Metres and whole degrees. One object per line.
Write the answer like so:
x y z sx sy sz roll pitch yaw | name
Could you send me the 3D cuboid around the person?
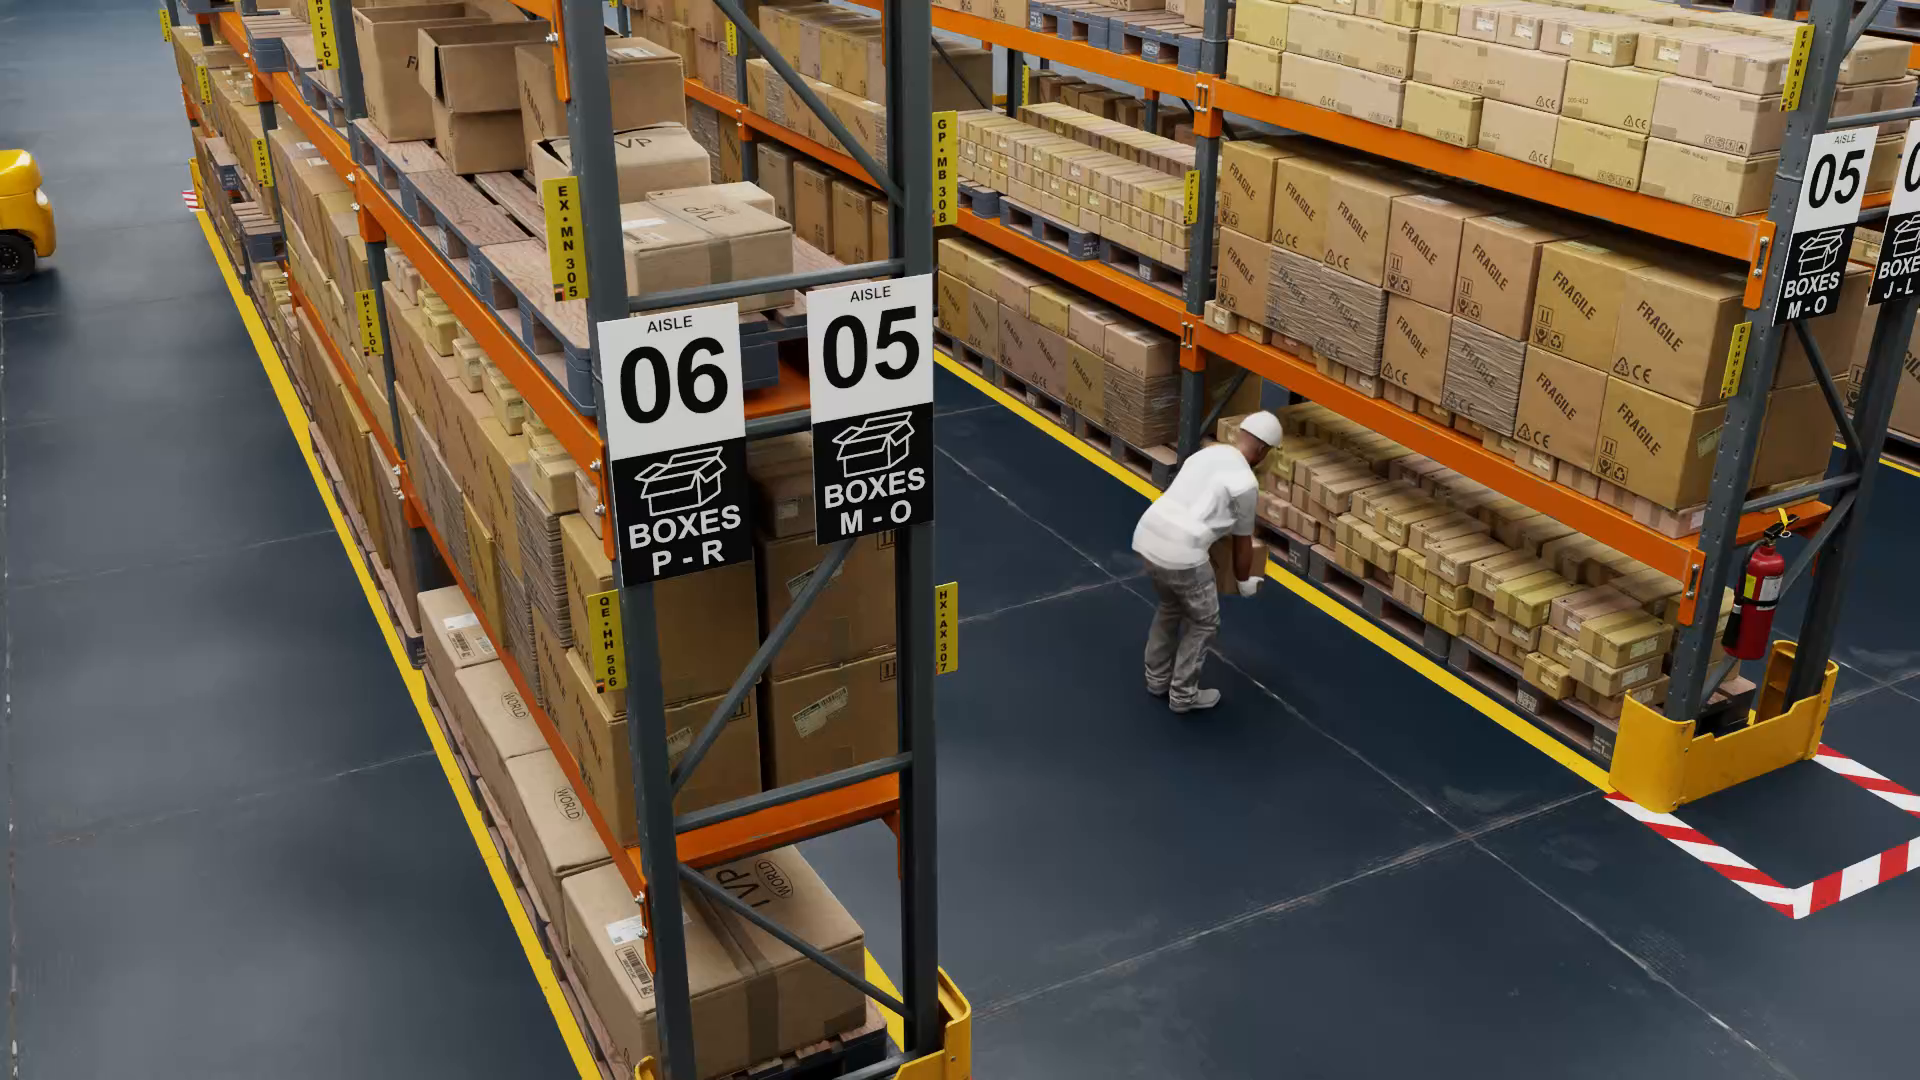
1.285 0.108 8.636 0.823 1.543 0.473 -13 28 -26 | person
